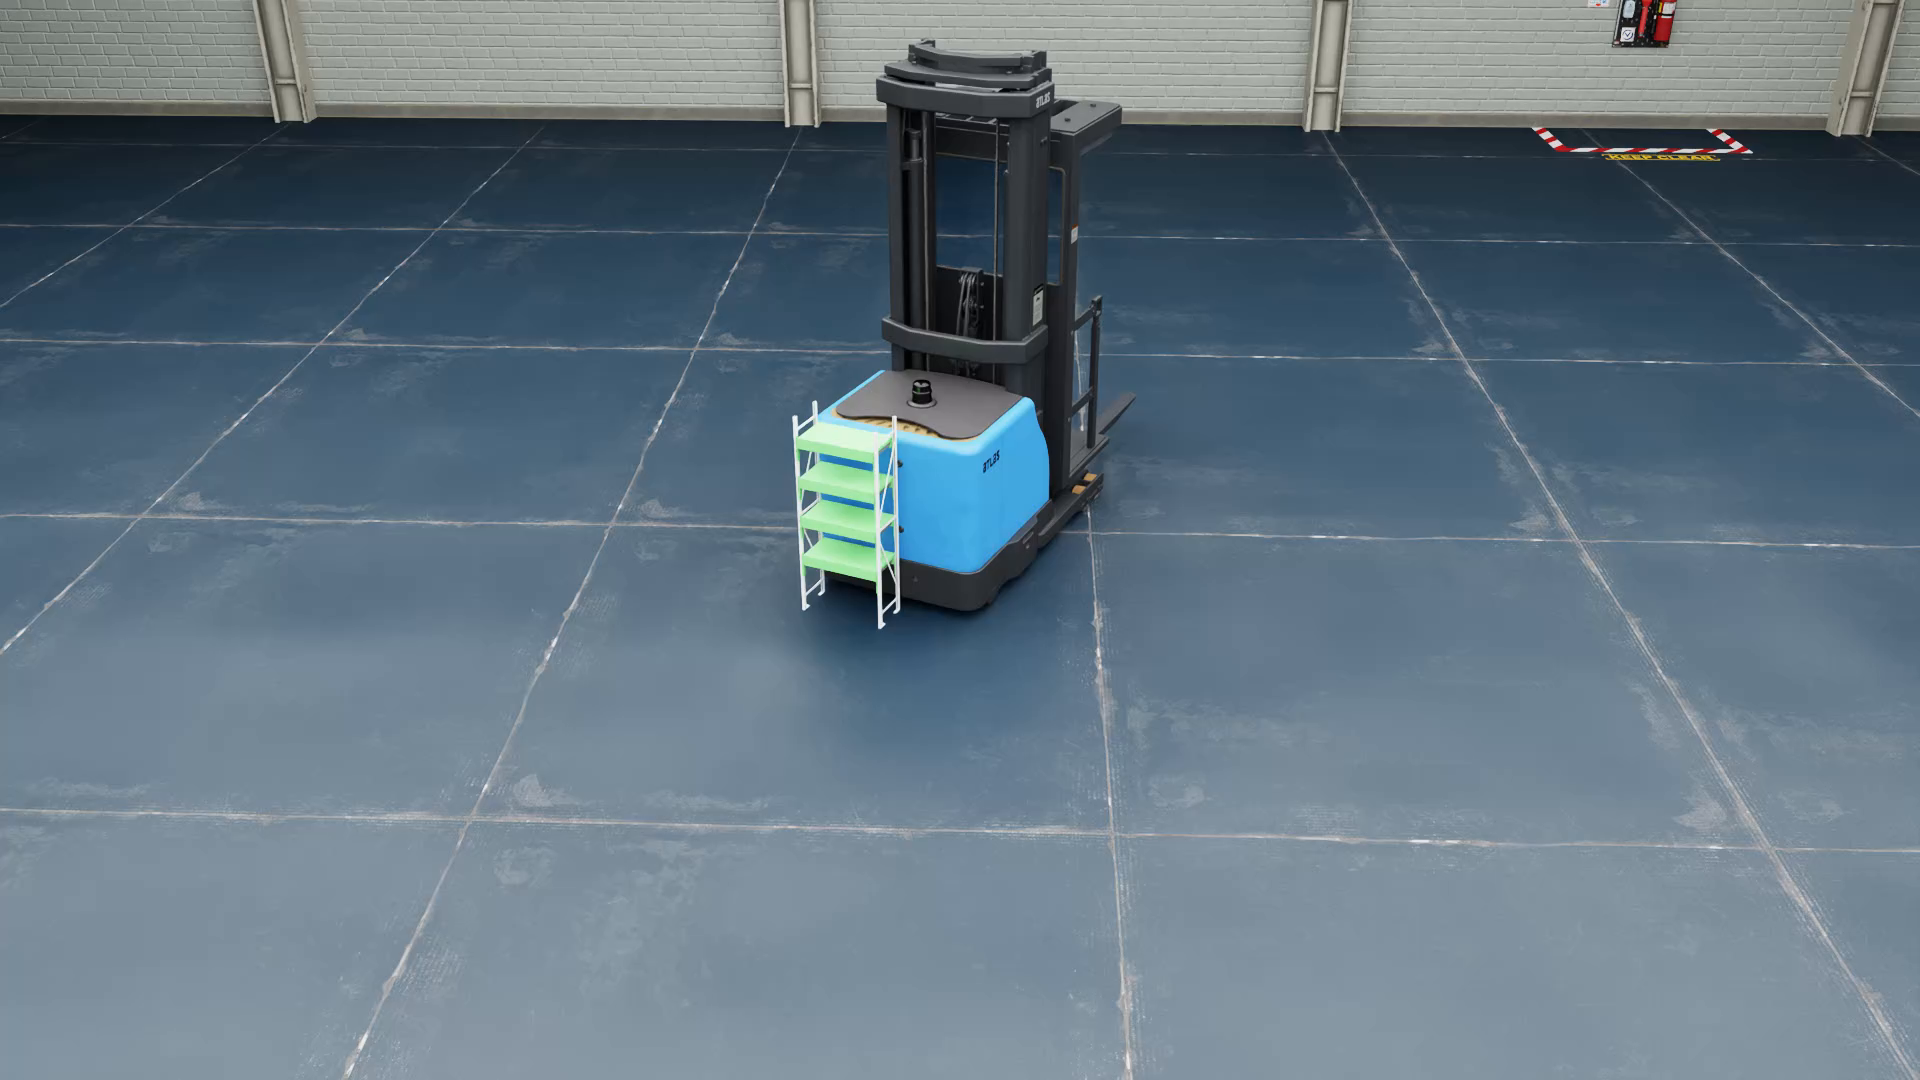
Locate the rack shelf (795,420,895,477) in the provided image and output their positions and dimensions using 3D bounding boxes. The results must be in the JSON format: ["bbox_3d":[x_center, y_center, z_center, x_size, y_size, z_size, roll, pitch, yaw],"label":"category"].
[{"bbox_3d":[-0.621,-0.501,9.025,0.480,0.148,0.258,12,30,22],"label":"rack shelf"}]

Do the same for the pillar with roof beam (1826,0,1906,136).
[{"bbox_3d":[10.013,-6.624,13.138,0.400,9.000,9.100,1,28,2],"label":"pillar with roof beam"}]

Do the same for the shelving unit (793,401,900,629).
[{"bbox_3d":[-0.621,-0.133,9.220,0.503,1.200,0.258,12,30,22],"label":"shelving unit"}]

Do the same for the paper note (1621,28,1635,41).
[{"bbox_3d":[7.522,-5.693,18.727,0.142,0.148,0.016,1,28,2],"label":"paper note"}]

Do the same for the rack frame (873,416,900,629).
[{"bbox_3d":[-0.399,-0.085,9.130,0.015,1.200,0.240,12,30,22],"label":"rack frame"}]

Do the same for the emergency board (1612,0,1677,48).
[{"bbox_3d":[7.697,-6.047,18.455,0.643,1.169,0.194,1,28,2],"label":"emergency board"}]

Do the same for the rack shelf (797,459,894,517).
[{"bbox_3d":[-0.621,-0.289,9.138,0.480,0.148,0.258,12,30,22],"label":"rack shelf"}]

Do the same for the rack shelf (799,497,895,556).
[{"bbox_3d":[-0.621,-0.077,9.250,0.480,0.148,0.258,12,30,22],"label":"rack shelf"}]

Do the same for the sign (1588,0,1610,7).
[{"bbox_3d":[7.148,-6.120,18.555,0.234,0.329,0.001,1,28,2],"label":"sign"}]

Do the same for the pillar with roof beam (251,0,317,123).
[{"bbox_3d":[-7.976,-6.921,13.699,0.400,9.000,9.100,1,28,2],"label":"pillar with roof beam"}]

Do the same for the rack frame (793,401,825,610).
[{"bbox_3d":[-0.842,-0.181,9.311,0.015,1.200,0.240,12,30,22],"label":"rack frame"}]

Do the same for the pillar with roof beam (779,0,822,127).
[{"bbox_3d":[-1.980,-6.822,13.512,0.400,9.000,9.100,1,28,2],"label":"pillar with roof beam"}]

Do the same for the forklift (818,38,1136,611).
[{"bbox_3d":[0.275,-1.559,10.062,1.130,2.935,3.031,13,31,23],"label":"forklift"}]

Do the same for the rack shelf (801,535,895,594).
[{"bbox_3d":[-0.621,0.135,9.362,0.480,0.148,0.258,12,30,22],"label":"rack shelf"}]

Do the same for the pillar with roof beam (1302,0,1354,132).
[{"bbox_3d":[4.017,-6.723,13.325,0.400,9.000,9.100,1,28,2],"label":"pillar with roof beam"}]
